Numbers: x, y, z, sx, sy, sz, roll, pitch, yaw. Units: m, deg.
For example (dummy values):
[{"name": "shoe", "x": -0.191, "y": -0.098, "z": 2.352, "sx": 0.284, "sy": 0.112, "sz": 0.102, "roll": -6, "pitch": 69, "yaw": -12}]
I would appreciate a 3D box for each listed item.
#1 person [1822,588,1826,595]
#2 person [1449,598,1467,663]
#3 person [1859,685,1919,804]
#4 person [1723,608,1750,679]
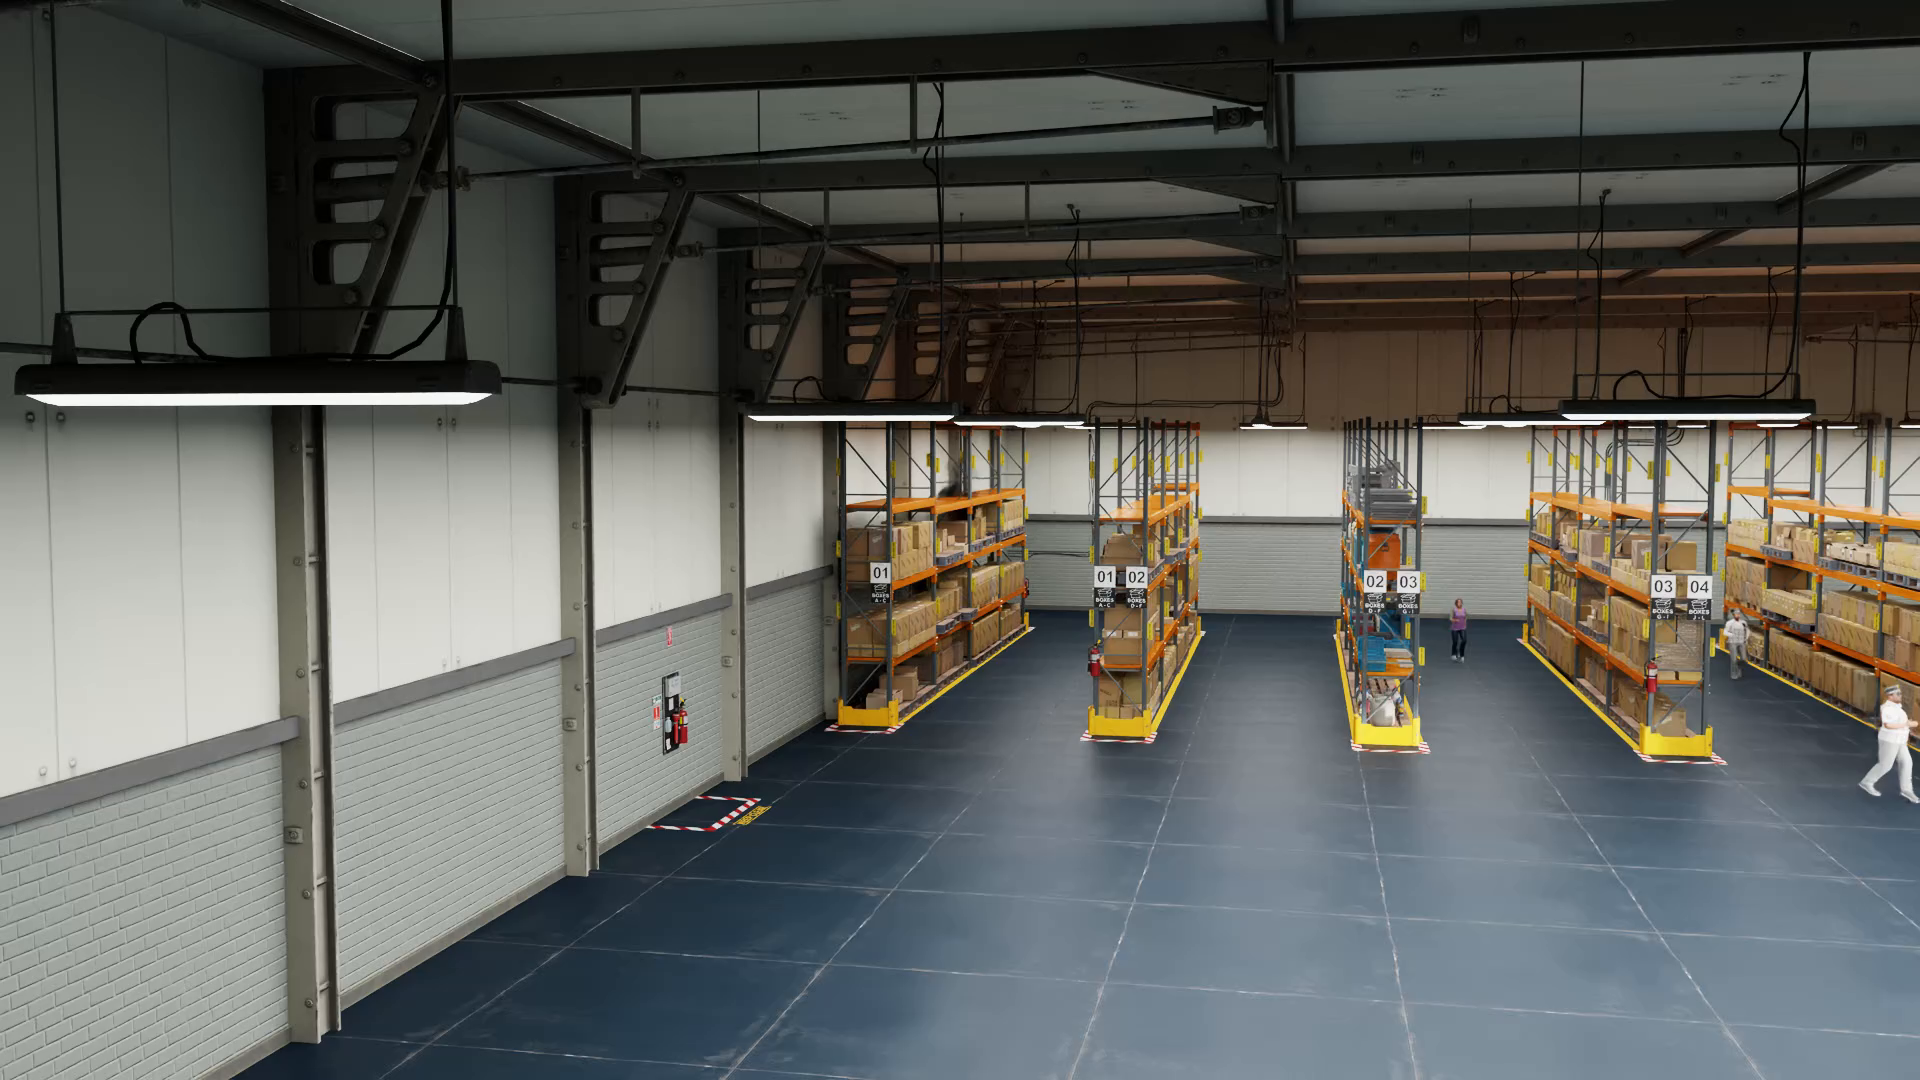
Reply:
[{"name": "person", "x": 22.253, "y": 2.087, "z": 43.045, "sx": 0.578, "sy": 1.753, "sz": 0.733, "roll": 0, "pitch": 4, "yaw": 0}, {"name": "person", "x": 12.393, "y": 2.254, "z": 41.331, "sx": 0.490, "sy": 1.625, "sz": 0.706, "roll": 0, "pitch": 4, "yaw": 2}, {"name": "person", "x": 14.472, "y": 3.147, "z": 25.830, "sx": 0.648, "sy": 1.828, "sz": 0.851, "roll": -3, "pitch": 5, "yaw": -42}, {"name": "person", "x": 17.971, "y": 2.392, "z": 38.407, "sx": 0.602, "sy": 1.655, "sz": 0.554, "roll": 1, "pitch": 4, "yaw": 11}]
